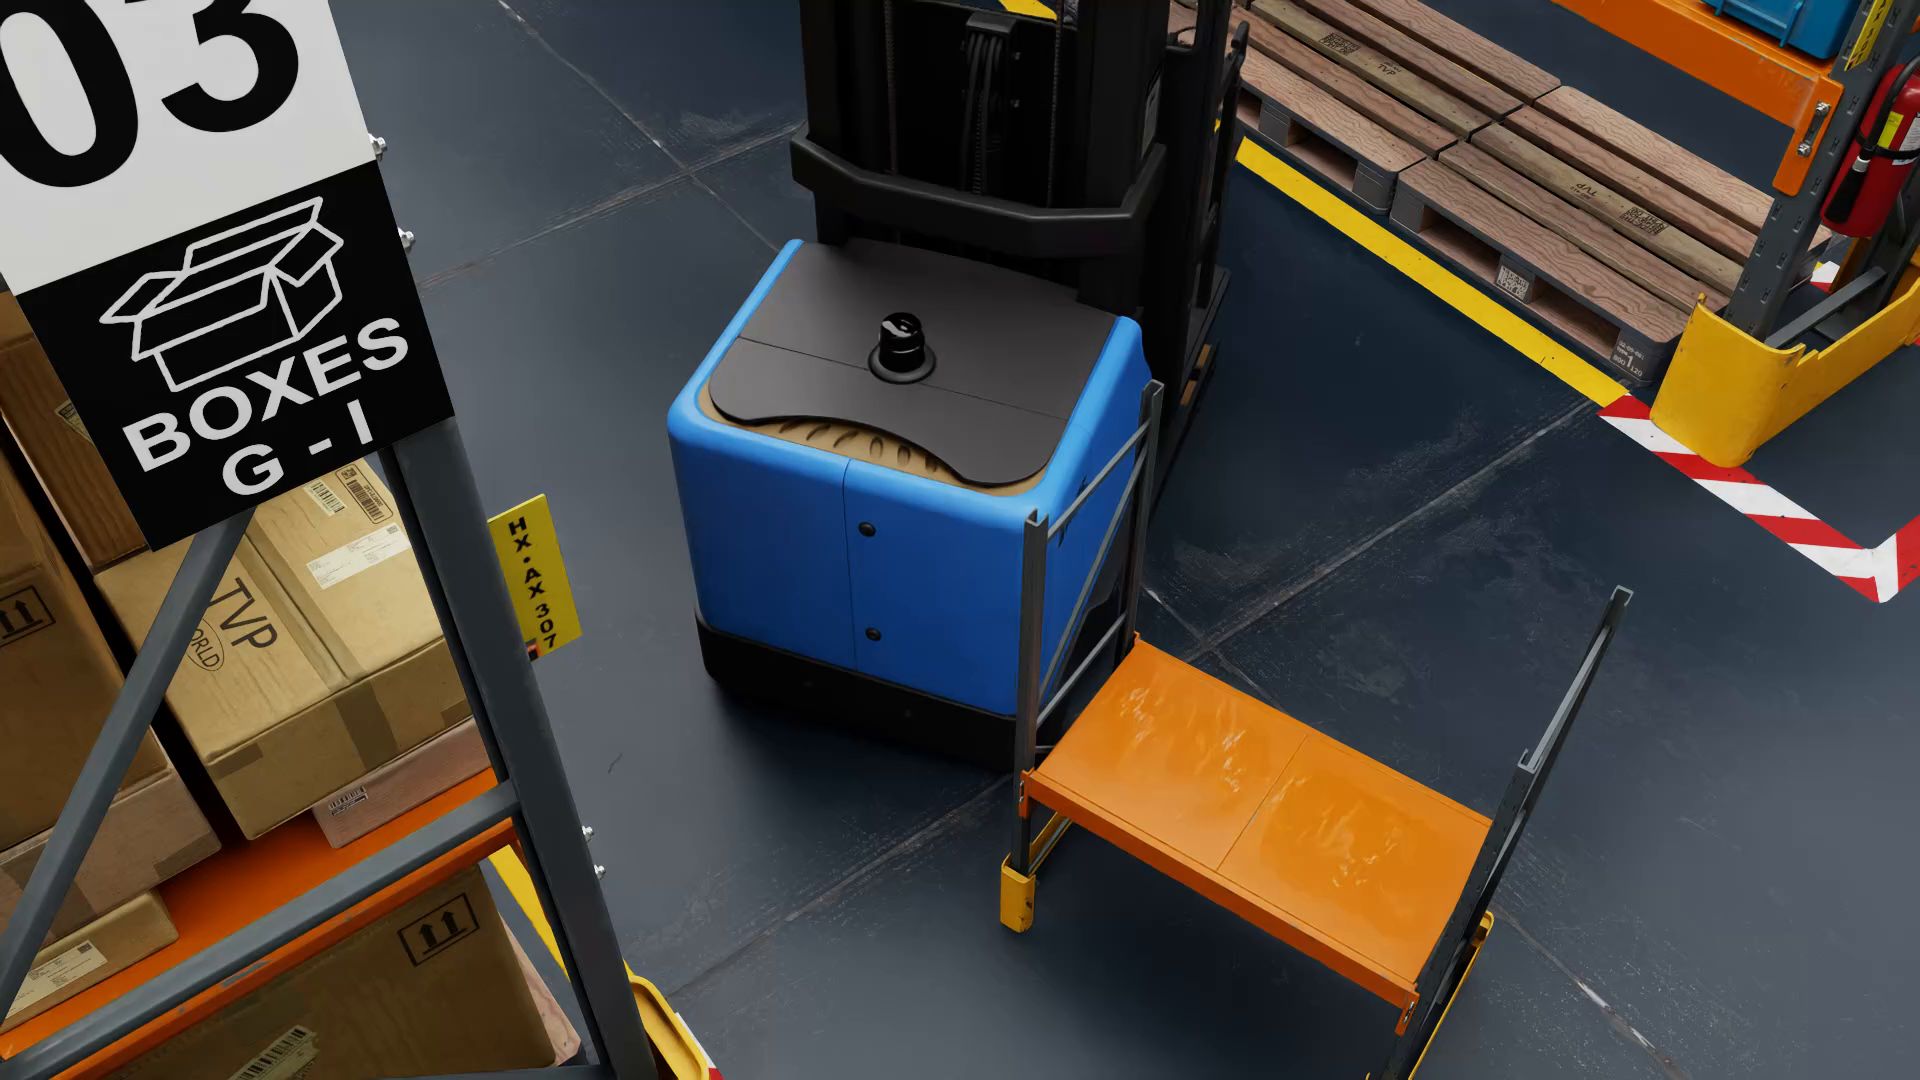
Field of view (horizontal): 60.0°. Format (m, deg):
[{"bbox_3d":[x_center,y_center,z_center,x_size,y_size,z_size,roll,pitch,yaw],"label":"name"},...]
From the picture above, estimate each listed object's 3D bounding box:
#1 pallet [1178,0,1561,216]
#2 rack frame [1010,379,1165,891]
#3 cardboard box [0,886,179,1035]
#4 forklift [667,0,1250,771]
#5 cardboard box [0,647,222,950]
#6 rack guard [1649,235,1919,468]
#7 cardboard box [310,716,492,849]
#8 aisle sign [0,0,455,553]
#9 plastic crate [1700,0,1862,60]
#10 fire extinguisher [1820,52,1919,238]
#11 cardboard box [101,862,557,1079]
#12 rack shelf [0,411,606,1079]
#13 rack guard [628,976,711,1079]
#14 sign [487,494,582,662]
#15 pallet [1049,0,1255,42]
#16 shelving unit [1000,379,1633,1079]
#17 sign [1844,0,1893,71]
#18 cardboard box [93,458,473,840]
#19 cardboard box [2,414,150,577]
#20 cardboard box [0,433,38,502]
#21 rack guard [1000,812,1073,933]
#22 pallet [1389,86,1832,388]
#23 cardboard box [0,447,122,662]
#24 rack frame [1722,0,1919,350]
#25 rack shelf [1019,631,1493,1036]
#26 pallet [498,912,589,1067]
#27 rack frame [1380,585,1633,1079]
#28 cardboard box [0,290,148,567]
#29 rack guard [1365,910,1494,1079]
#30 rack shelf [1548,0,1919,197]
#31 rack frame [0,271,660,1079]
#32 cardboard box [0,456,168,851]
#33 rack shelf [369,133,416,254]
[{"bbox_3d":[1.647,-1.881,6.813,1.003,0.211,1.213,-29,54,-24],"label":"pallet"},{"bbox_3d":[0.280,0.319,3.948,0.032,1.500,0.500,27,53,22],"label":"rack frame"},{"bbox_3d":[-1.570,0.649,2.807,0.380,0.149,0.250,-28,54,-23],"label":"cardboard box"},{"bbox_3d":[0.244,-1.463,4.598,1.130,2.935,3.031,15,50,14],"label":"forklift"},{"bbox_3d":[-1.597,0.411,2.754,0.500,0.250,0.500,-30,55,-25],"label":"cardboard box"},{"bbox_3d":[2.875,-0.747,5.590,1.175,0.500,0.348,-29,54,-24],"label":"rack guard"},{"bbox_3d":[-1.044,0.354,3.074,0.380,0.149,0.250,-29,54,-24],"label":"cardboard box"},{"bbox_3d":[-0.810,-0.338,1.777,0.394,0.787,0.004,-29,54,-24],"label":"aisle sign"},{"bbox_3d":[2.498,-1.741,4.739,0.616,0.435,0.499,-29,54,-24],"label":"plastic crate"},{"bbox_3d":[2.580,-1.151,4.573,0.296,0.674,0.183,-29,54,-24],"label":"fire extinguisher"},{"bbox_3d":[-1.543,0.858,3.598,0.875,0.875,0.875,-29,54,-24],"label":"cardboard box"},{"bbox_3d":[-2.303,-0.311,3.993,1.077,0.370,4.000,-29,54,-24],"label":"rack shelf"},{"bbox_3d":[-1.077,1.481,3.570,1.175,0.500,0.348,-29,54,-24],"label":"rack guard"},{"bbox_3d":[-0.647,0.064,2.529,0.100,0.325,0.005,-29,54,-24],"label":"sign"},{"bbox_3d":[0.904,-2.601,7.465,1.003,0.211,1.213,-29,54,-24],"label":"pallet"},{"bbox_3d":[0.706,0.537,3.751,1.083,1.500,0.587,27,53,22],"label":"shelving unit"},{"bbox_3d":[2.422,-1.393,4.378,0.100,0.325,0.005,-29,54,-24],"label":"sign"},{"bbox_3d":[-1.168,0.173,2.969,0.500,0.250,0.500,-31,55,-25],"label":"cardboard box"},{"bbox_3d":[-1.488,-0.130,3.244,0.500,0.250,0.500,-30,54,-24],"label":"cardboard box"},{"bbox_3d":[-2.212,-0.189,3.297,0.500,0.250,0.500,-31,55,-25],"label":"cardboard box"},{"bbox_3d":[0.296,0.747,4.404,0.087,0.250,0.587,27,53,22],"label":"rack guard"},{"bbox_3d":[2.381,-1.162,6.161,1.003,0.211,1.213,-29,54,-24],"label":"pallet"},{"bbox_3d":[-1.903,0.111,3.025,0.500,0.250,0.500,-30,55,-25],"label":"cardboard box"},{"bbox_3d":[2.850,-1.595,4.671,1.000,3.000,0.127,-29,54,-24],"label":"rack frame"},{"bbox_3d":[0.698,0.654,3.887,1.000,0.185,0.538,27,53,22],"label":"rack shelf"},{"bbox_3d":[-1.638,1.127,4.086,1.003,0.211,1.213,-29,54,-24],"label":"pallet"},{"bbox_3d":[1.117,0.747,3.560,0.032,1.500,0.500,27,53,22],"label":"rack frame"},{"bbox_3d":[-1.470,-0.373,2.958,0.500,0.500,0.500,-31,55,-25],"label":"cardboard box"},{"bbox_3d":[1.116,1.167,4.024,0.087,0.250,0.587,27,53,22],"label":"rack guard"},{"bbox_3d":[1.639,-2.533,6.007,1.077,0.370,4.000,-29,54,-24],"label":"rack shelf"},{"bbox_3d":[-1.095,0.628,2.656,0.949,2.616,0.053,-29,54,-24],"label":"rack frame"},{"bbox_3d":[-1.596,0.156,2.478,0.500,0.500,0.500,-29,54,-24],"label":"cardboard box"},{"bbox_3d":[-2.303,-1.318,2.881,1.077,0.370,4.000,-29,54,-24],"label":"rack shelf"}]
